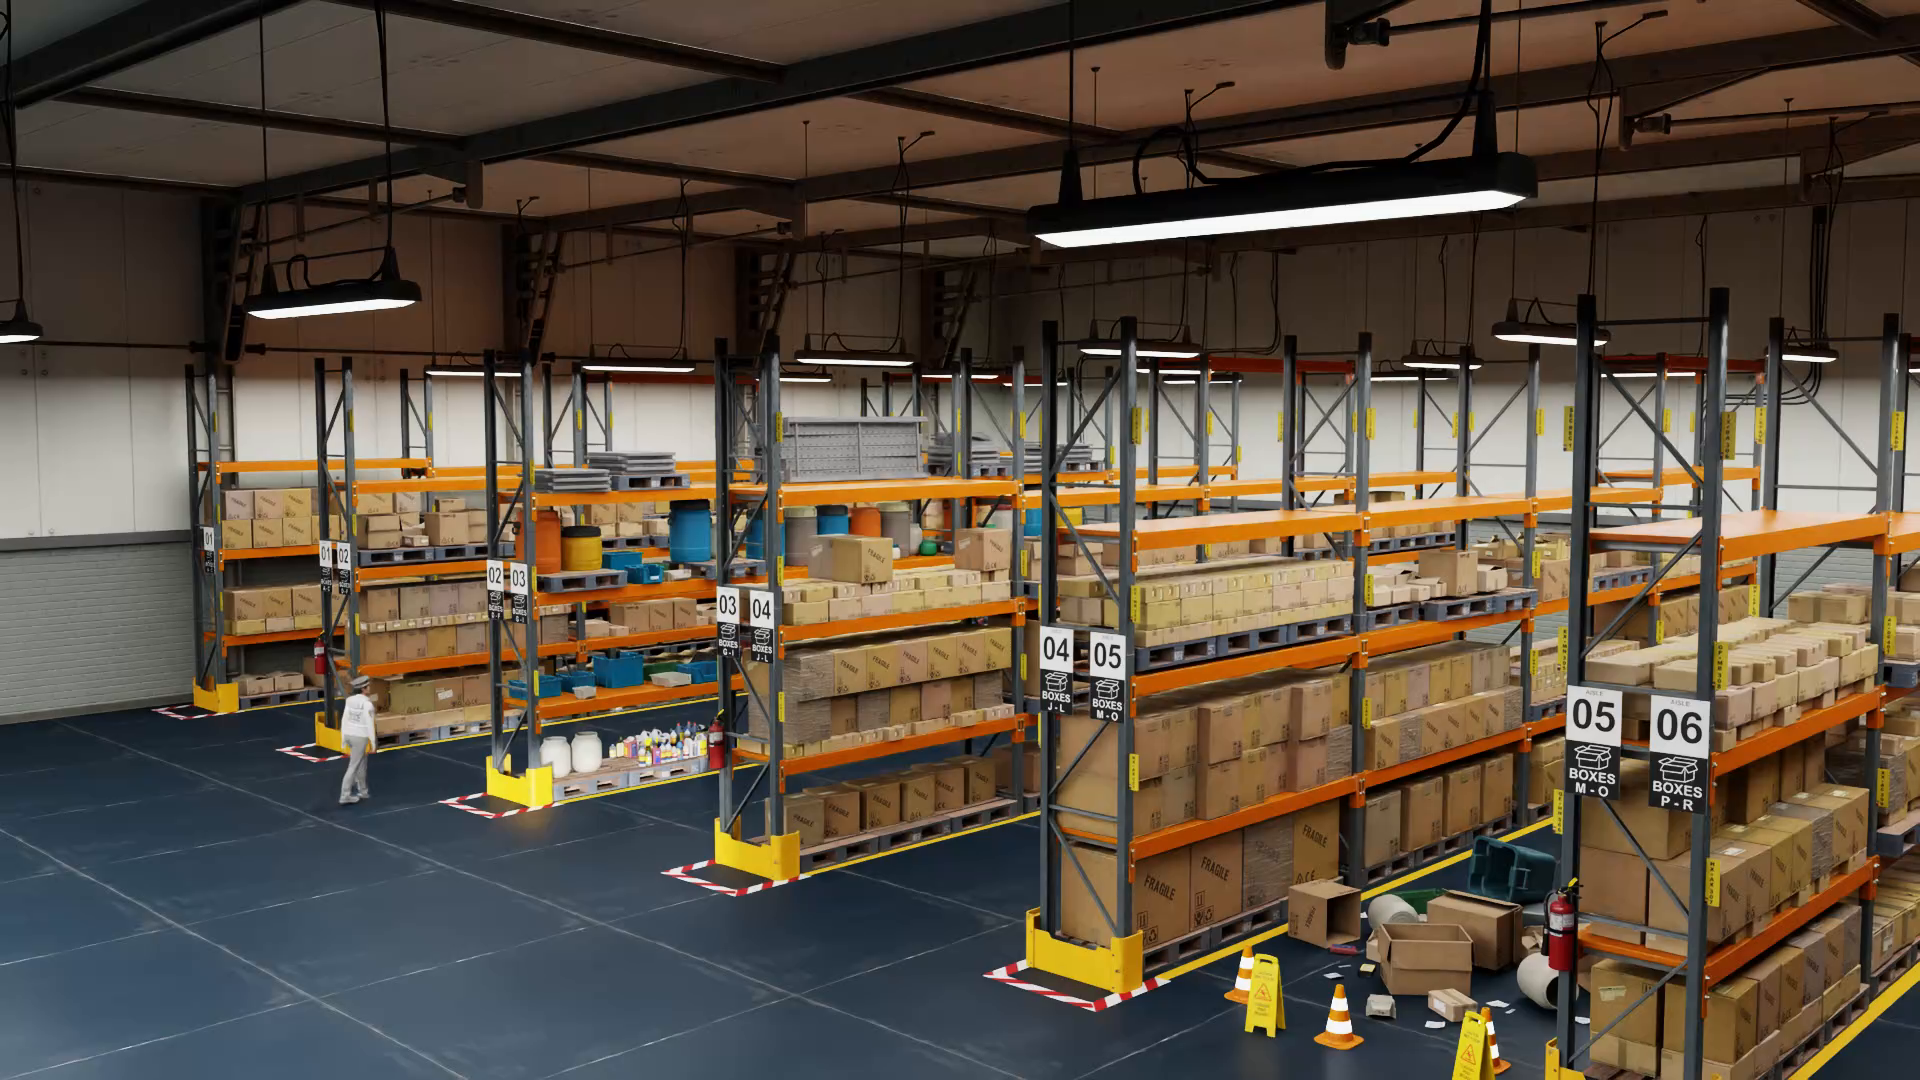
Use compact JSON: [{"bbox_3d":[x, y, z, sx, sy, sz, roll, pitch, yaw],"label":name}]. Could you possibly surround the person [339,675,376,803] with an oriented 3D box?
[{"bbox_3d":[-7.977,2.667,22.030,0.516,1.734,0.579,3,5,36],"label":"person"}]
